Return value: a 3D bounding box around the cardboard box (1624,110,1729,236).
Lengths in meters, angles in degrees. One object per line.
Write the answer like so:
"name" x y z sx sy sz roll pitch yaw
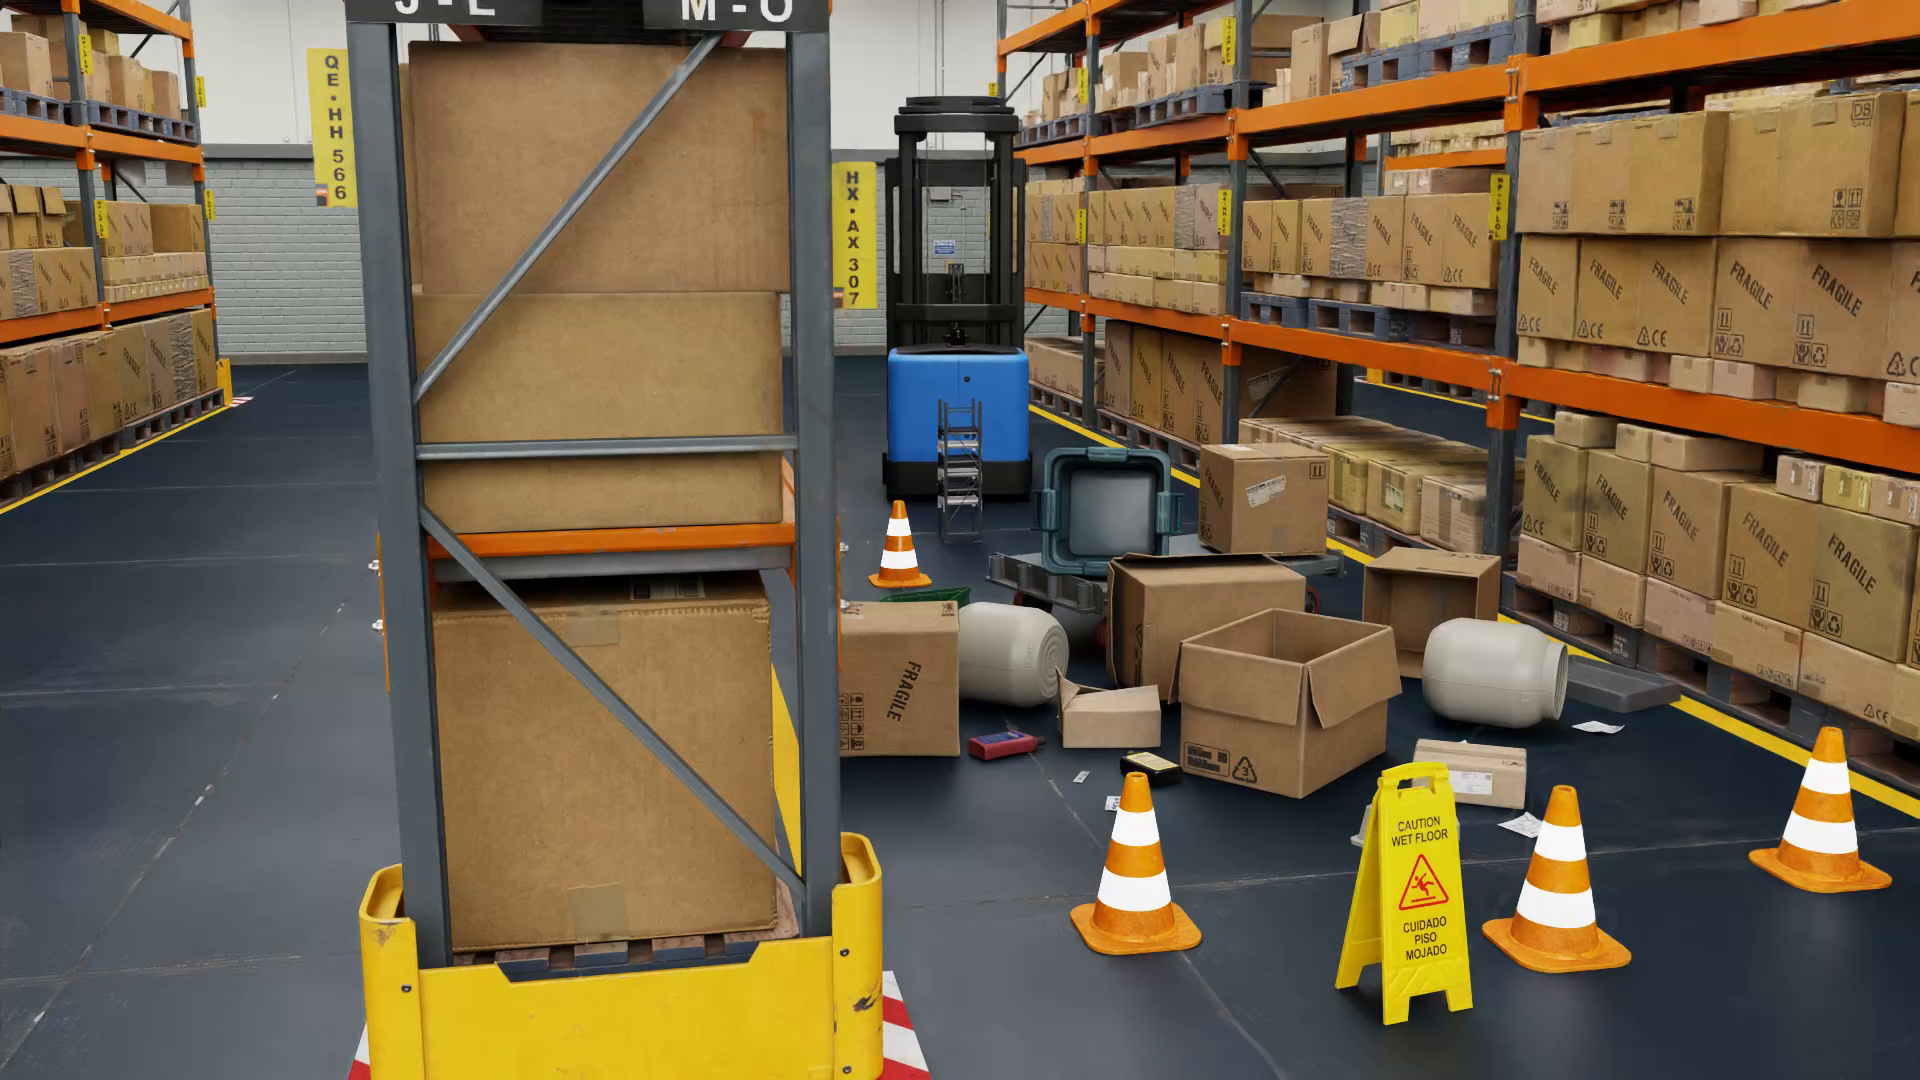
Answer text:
"cardboard box" 3.295 -1.545 7.057 0.700 0.500 0.500 -2 11 -12

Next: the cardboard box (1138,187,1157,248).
"cardboard box" 1.849 -2.773 14.300 0.500 0.500 0.500 -2 11 -12

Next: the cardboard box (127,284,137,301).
"cardboard box" -7.838 -2.281 15.333 0.380 0.149 0.250 -2 11 -9

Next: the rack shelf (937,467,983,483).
"rack shelf" -0.002 -0.411 10.626 0.258 0.077 0.200 -2 11 -11

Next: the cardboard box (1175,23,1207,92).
"cardboard box" 2.116 -3.772 13.081 0.700 0.500 0.500 -3 11 -14

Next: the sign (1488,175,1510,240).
"sign" 2.729 -1.683 8.421 0.100 0.325 0.005 -2 11 -11

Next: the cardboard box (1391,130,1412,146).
"cardboard box" 5.626 -4.972 20.379 0.500 0.250 0.500 -2 11 -12

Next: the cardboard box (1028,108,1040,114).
"cardboard box" 1.115 -4.912 19.470 0.500 0.250 0.500 -3 11 -16

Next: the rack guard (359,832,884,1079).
"rack guard" -0.780 1.029 3.951 1.175 0.500 0.348 -2 11 -11

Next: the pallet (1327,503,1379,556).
"pallet" 2.880 -0.132 10.827 1.003 0.211 1.213 -2 11 -11

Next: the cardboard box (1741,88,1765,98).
"cardboard box" 6.910 -3.843 14.179 0.380 0.149 0.250 -2 11 -11

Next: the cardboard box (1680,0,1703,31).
"cardboard box" 3.297 -2.231 7.045 0.380 0.149 0.250 -2 11 -13

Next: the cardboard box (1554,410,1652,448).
"cardboard box" 3.089 -0.535 7.973 0.380 0.149 0.250 -2 11 -10

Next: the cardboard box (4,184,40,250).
"cardboard box" -7.749 -2.541 13.073 0.797 0.503 0.637 -2 11 -10

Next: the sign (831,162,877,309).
"sign" -0.239 -0.686 3.753 0.100 0.325 0.005 -2 11 -11

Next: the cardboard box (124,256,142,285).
"cardboard box" -7.930 -2.502 15.423 0.500 0.250 0.500 -2 11 -11

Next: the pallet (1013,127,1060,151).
"pallet" 1.094 -4.630 19.217 1.003 0.211 1.213 -2 11 -11

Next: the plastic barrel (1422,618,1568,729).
"plastic barrel" 2.164 0.540 6.726 0.512 0.421 0.421 6 12 28

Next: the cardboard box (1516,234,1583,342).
"cardboard box" 3.085 -1.240 8.124 0.500 0.500 0.500 -2 11 -11

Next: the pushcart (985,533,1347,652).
"pushcart" 1.046 0.245 8.400 1.648 0.377 0.936 -6 13 -31

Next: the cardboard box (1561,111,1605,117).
"cardboard box" 6.253 -4.320 16.630 0.380 0.149 0.250 -2 11 -10

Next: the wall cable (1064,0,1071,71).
"wall cable" 3.035 -7.456 25.702 2.988 3.039 0.133 -2 11 -11

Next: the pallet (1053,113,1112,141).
"pallet" 1.568 -4.183 16.865 1.003 0.211 1.213 -2 11 -11

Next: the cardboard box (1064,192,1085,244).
"cardboard box" 1.355 -3.219 16.646 0.500 0.500 0.500 -2 11 -11

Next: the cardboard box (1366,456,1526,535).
"cardboard box" 3.026 -0.278 10.042 0.950 0.372 0.625 -1 11 -7

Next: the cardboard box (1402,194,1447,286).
"cardboard box" 2.861 -1.704 9.441 0.500 0.500 0.500 -2 11 -11

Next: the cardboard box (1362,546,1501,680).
"cardboard box" 2.147 0.338 7.579 0.500 0.500 0.500 6 12 28

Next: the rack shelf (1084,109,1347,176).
"rack shelf" 2.106 -3.356 14.207 1.077 0.370 4.000 -2 11 -11

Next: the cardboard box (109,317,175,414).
"cardboard box" -8.228 -1.694 16.132 0.875 0.875 0.875 -2 11 -11

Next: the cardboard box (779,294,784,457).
"cardboard box" -1.015 -0.550 5.165 0.875 0.550 0.550 -2 11 -11

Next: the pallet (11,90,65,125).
"pallet" -7.777 -3.455 13.317 0.805 0.209 1.217 -3 11 -13

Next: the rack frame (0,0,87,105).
"rack frame" -8.003 -5.189 13.893 1.000 3.000 0.127 -2 11 -11

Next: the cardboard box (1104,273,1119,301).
"cardboard box" 1.646 -2.344 15.388 0.500 0.250 0.500 -2 11 -12

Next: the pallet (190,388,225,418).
"pallet" -8.549 -1.462 17.813 1.003 0.211 1.213 -2 11 -11

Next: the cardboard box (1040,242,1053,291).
"cardboard box" 1.159 -2.913 17.712 0.500 0.500 0.500 -2 11 -12

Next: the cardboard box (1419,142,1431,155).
"cardboard box" 5.699 -4.656 19.787 0.380 0.149 0.250 -2 11 -10

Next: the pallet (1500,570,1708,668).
"pallet" 3.439 0.357 8.259 1.003 0.211 1.213 -2 11 -11

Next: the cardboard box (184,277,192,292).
"cardboard box" -8.241 -2.659 17.317 0.380 0.149 0.250 -2 11 -10

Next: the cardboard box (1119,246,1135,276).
"cardboard box" 1.727 -2.495 14.848 0.500 0.250 0.500 -2 11 -10

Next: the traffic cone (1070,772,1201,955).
"traffic cone" 0.505 0.894 4.761 0.336 0.463 0.334 -2 11 -11

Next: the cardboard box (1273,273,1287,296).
"cardboard box" 2.406 -1.780 11.577 0.380 0.149 0.250 -3 11 -15

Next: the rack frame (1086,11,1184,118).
"rack frame" 1.717 -5.550 15.786 1.000 3.000 0.127 -2 11 -11

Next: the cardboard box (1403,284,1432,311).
"cardboard box" 2.783 -1.397 9.565 0.380 0.149 0.250 -2 11 -12

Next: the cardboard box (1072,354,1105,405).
"cardboard box" 1.700 -1.669 17.173 0.875 0.438 0.875 -2 11 -12

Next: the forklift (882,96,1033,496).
"forklift" -0.043 -1.981 13.268 1.130 2.935 3.031 0 11 -1

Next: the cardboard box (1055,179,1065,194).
"cardboard box" 1.211 -3.695 17.411 0.380 0.149 0.250 -2 11 -11

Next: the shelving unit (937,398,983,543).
"shelving unit" -0.002 -0.444 10.620 0.258 0.900 0.210 -2 11 -11

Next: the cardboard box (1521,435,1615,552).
"cardboard box" 3.123 -0.241 8.166 0.500 0.500 0.500 -2 11 -8

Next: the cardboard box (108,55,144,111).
"cardboard box" -8.277 -4.361 15.908 0.700 0.500 0.500 -2 11 -9

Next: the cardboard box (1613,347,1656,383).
"cardboard box" 3.215 -0.804 7.568 0.380 0.149 0.250 -2 11 -9

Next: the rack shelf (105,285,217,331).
"rack shelf" -8.392 -2.255 16.448 1.077 0.370 4.000 -2 11 -11

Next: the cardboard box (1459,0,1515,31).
"cardboard box" 3.018 -2.843 8.868 0.500 0.250 0.500 -2 11 -12
